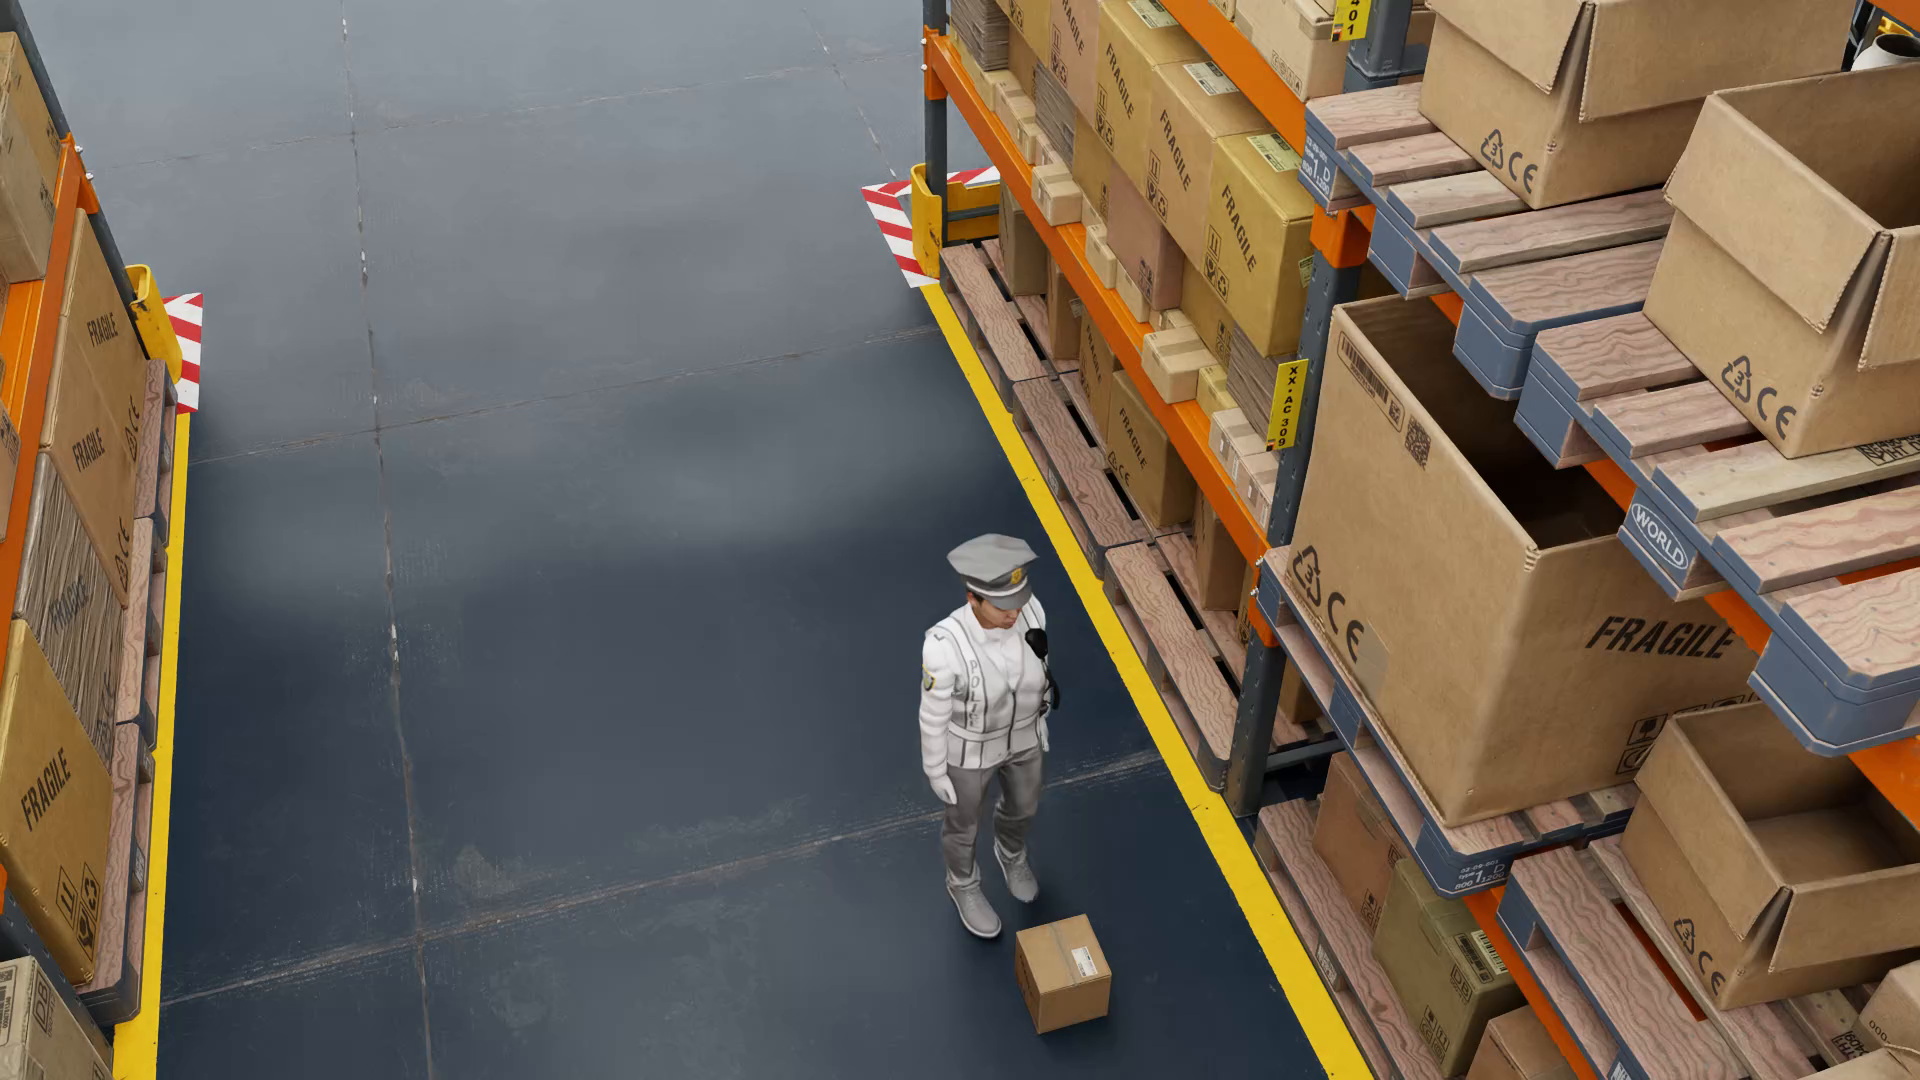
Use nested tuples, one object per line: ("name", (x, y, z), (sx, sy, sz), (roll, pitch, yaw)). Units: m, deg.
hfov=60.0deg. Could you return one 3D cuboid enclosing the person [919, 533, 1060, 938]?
("person", (0.098, 0.682, 5.436), (0.495, 1.729, 0.335), (-22, 47, -23))
